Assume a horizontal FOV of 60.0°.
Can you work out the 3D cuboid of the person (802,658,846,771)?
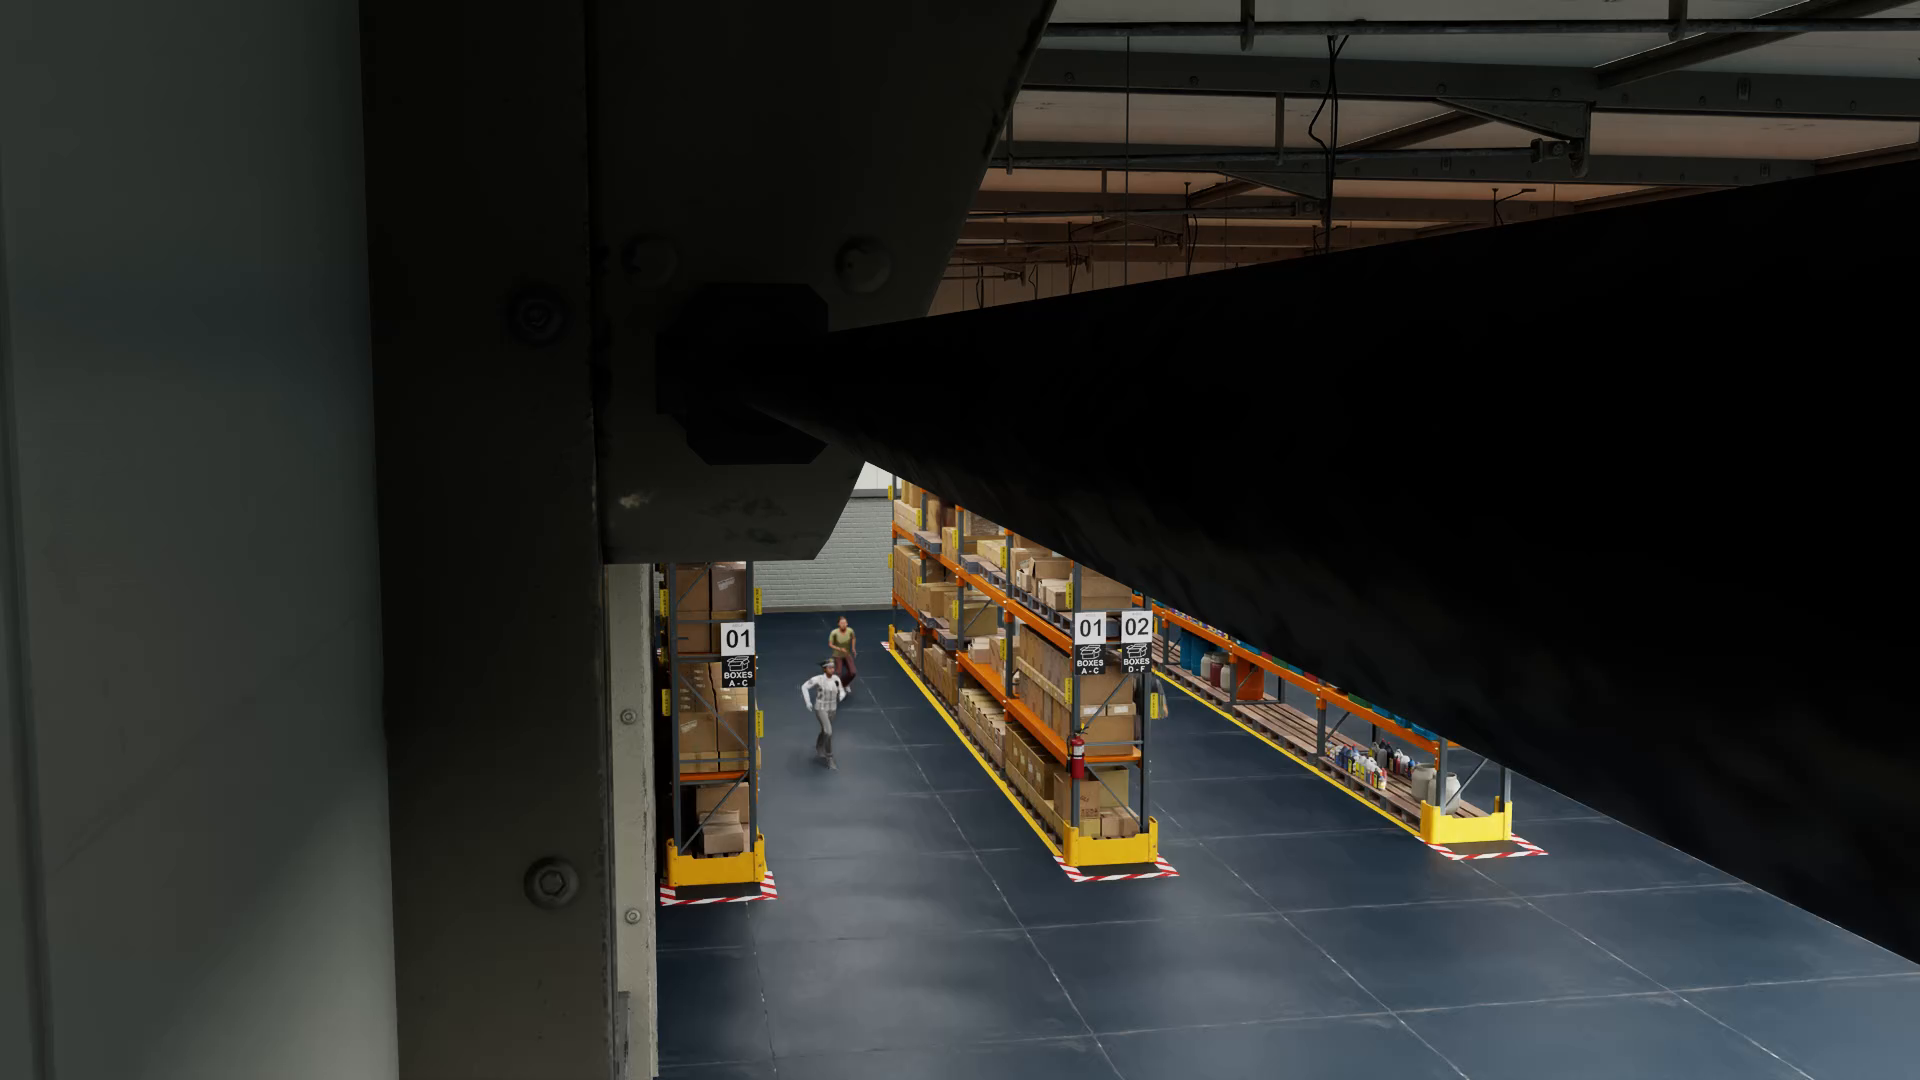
[{"bbox_3d":[-2.130,2.687,25.994,0.649,1.740,0.860,-4,7,-34],"label":"person"}]

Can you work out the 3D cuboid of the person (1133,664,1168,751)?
[{"bbox_3d":[2.865,2.703,25.789,0.644,1.669,0.794,-2,7,-20],"label":"person"}]

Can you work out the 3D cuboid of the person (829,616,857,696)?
[{"bbox_3d":[-2.200,2.188,31.222,0.578,1.561,0.736,-2,7,-21],"label":"person"}]
